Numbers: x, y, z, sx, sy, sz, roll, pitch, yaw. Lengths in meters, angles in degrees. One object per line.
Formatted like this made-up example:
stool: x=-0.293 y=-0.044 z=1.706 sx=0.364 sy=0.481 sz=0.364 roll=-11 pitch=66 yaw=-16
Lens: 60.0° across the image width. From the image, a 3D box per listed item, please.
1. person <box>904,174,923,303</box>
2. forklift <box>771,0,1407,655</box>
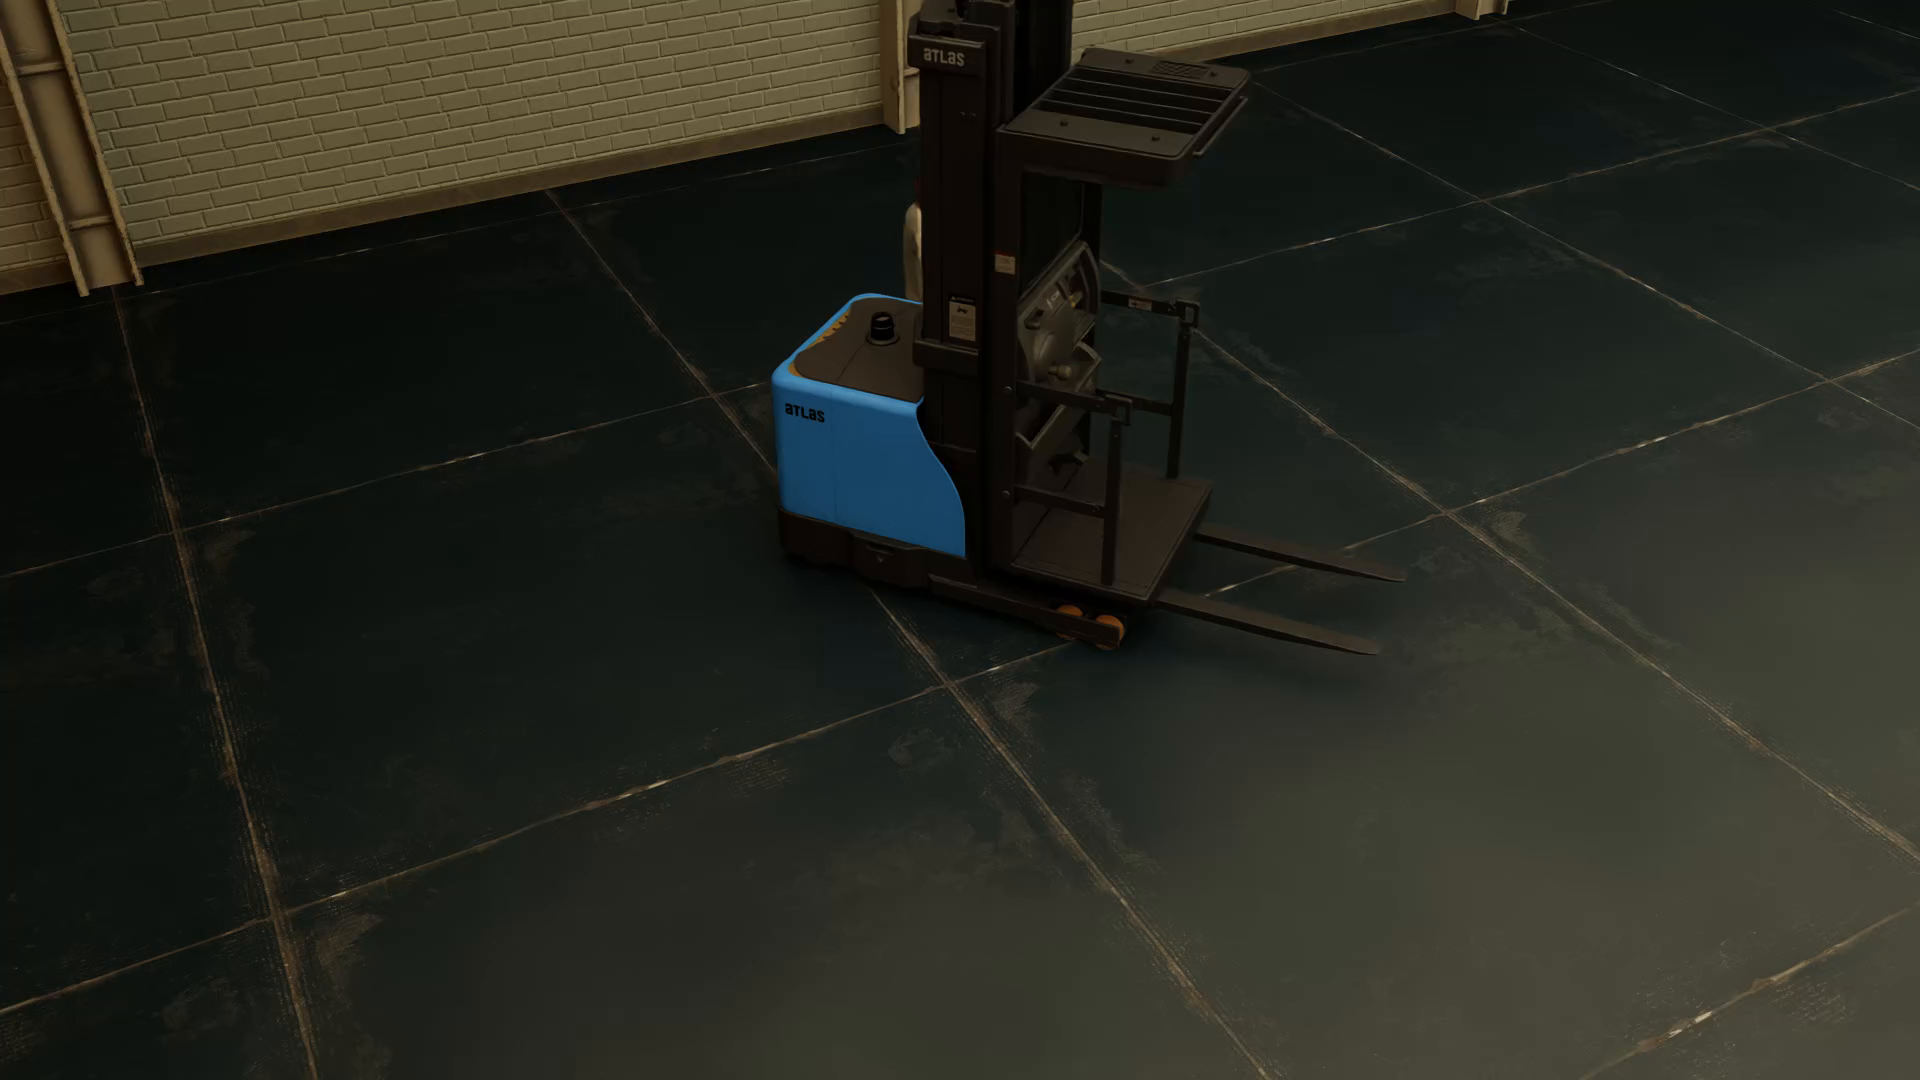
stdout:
person: x=-0.093 y=-1.438 z=9.487 sx=0.820 sy=1.459 sz=0.872 roll=-2 pitch=35 yaw=-3
forklift: x=0.643 y=-1.024 z=7.572 sx=3.031 sy=2.935 sz=1.130 roll=14 pitch=38 yaw=19
